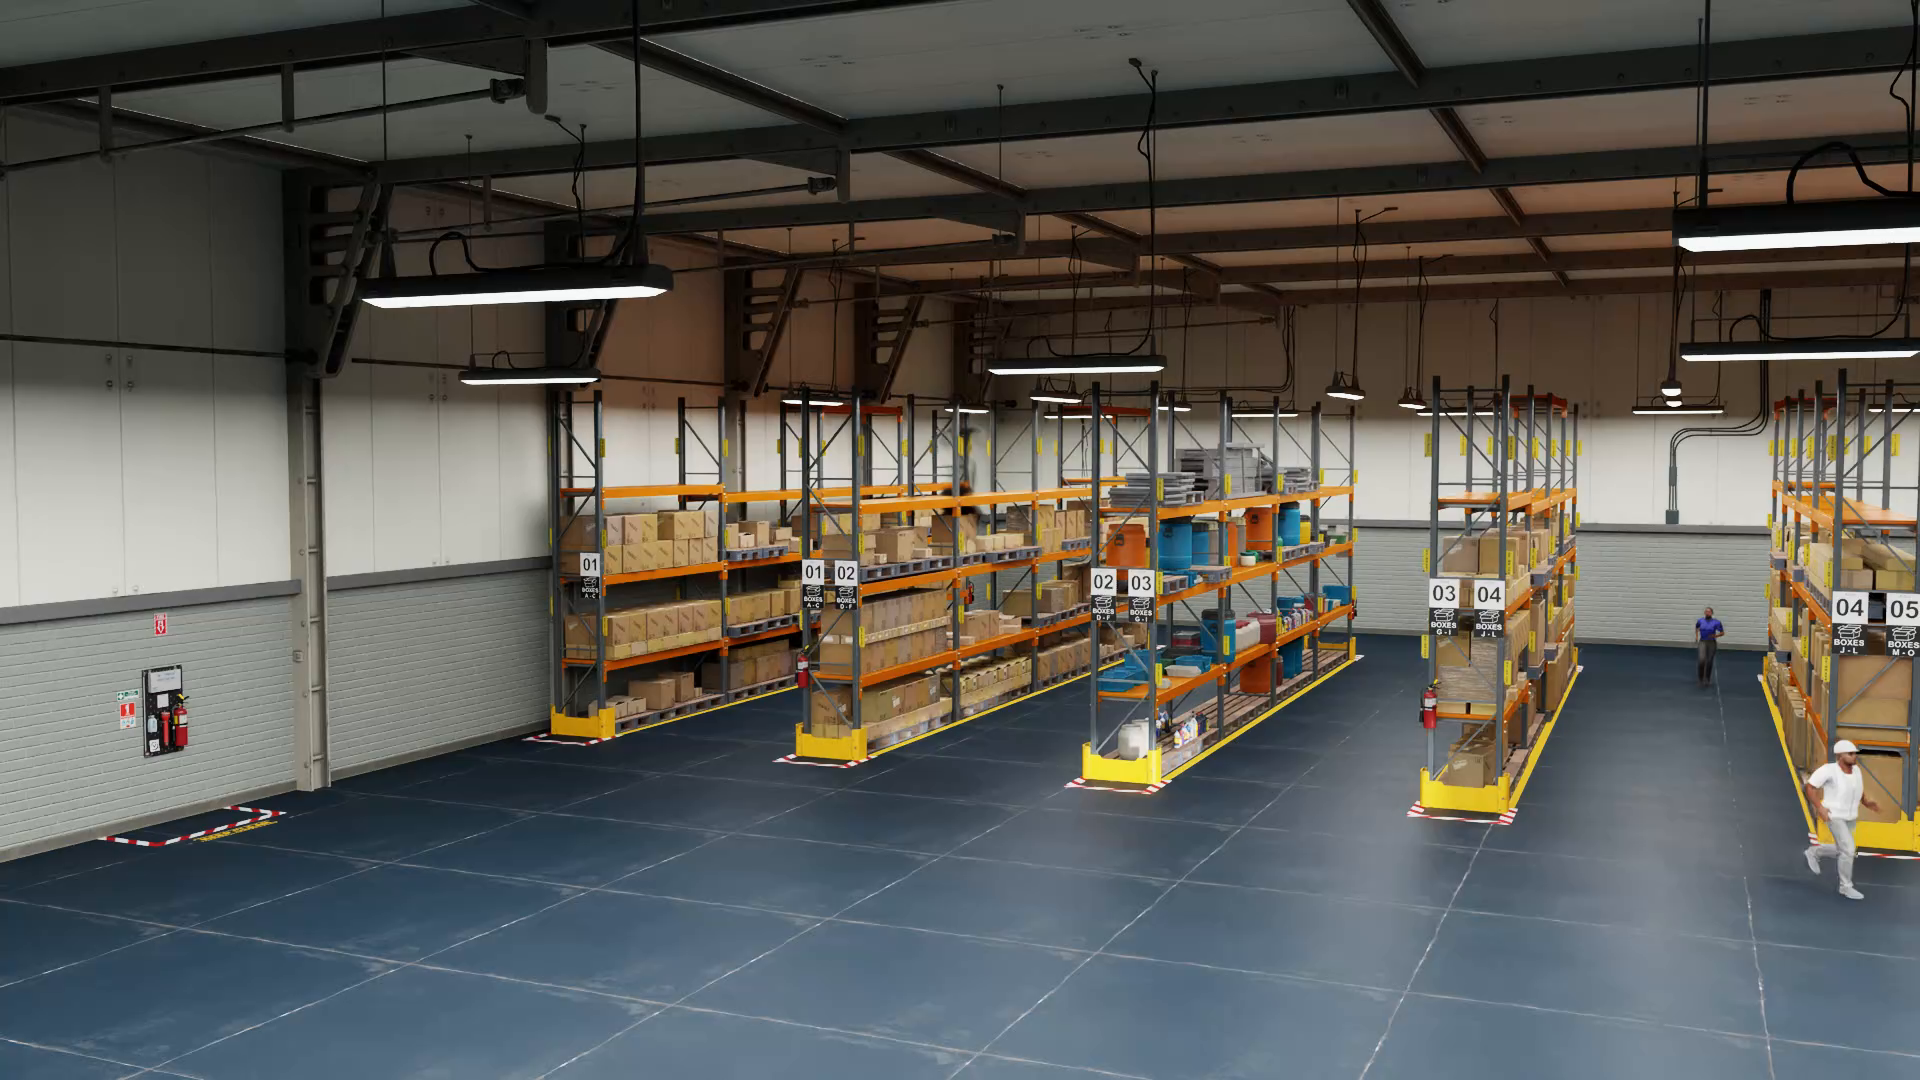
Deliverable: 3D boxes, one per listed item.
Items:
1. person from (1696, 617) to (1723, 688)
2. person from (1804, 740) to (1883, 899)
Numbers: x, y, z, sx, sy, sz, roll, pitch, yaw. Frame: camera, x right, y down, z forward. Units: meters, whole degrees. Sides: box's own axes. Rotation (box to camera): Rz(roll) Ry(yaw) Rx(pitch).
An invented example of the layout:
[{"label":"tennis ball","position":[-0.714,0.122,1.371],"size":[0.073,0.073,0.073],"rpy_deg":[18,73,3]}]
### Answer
[{"label":"person","position":[15.753,2.359,34.968],"size":[0.549,1.527,0.671],"rpy_deg":[2,4,30]},{"label":"person","position":[9.864,3.104,18.742],"size":[0.680,1.738,0.809],"rpy_deg":[-1,3,-22]}]
